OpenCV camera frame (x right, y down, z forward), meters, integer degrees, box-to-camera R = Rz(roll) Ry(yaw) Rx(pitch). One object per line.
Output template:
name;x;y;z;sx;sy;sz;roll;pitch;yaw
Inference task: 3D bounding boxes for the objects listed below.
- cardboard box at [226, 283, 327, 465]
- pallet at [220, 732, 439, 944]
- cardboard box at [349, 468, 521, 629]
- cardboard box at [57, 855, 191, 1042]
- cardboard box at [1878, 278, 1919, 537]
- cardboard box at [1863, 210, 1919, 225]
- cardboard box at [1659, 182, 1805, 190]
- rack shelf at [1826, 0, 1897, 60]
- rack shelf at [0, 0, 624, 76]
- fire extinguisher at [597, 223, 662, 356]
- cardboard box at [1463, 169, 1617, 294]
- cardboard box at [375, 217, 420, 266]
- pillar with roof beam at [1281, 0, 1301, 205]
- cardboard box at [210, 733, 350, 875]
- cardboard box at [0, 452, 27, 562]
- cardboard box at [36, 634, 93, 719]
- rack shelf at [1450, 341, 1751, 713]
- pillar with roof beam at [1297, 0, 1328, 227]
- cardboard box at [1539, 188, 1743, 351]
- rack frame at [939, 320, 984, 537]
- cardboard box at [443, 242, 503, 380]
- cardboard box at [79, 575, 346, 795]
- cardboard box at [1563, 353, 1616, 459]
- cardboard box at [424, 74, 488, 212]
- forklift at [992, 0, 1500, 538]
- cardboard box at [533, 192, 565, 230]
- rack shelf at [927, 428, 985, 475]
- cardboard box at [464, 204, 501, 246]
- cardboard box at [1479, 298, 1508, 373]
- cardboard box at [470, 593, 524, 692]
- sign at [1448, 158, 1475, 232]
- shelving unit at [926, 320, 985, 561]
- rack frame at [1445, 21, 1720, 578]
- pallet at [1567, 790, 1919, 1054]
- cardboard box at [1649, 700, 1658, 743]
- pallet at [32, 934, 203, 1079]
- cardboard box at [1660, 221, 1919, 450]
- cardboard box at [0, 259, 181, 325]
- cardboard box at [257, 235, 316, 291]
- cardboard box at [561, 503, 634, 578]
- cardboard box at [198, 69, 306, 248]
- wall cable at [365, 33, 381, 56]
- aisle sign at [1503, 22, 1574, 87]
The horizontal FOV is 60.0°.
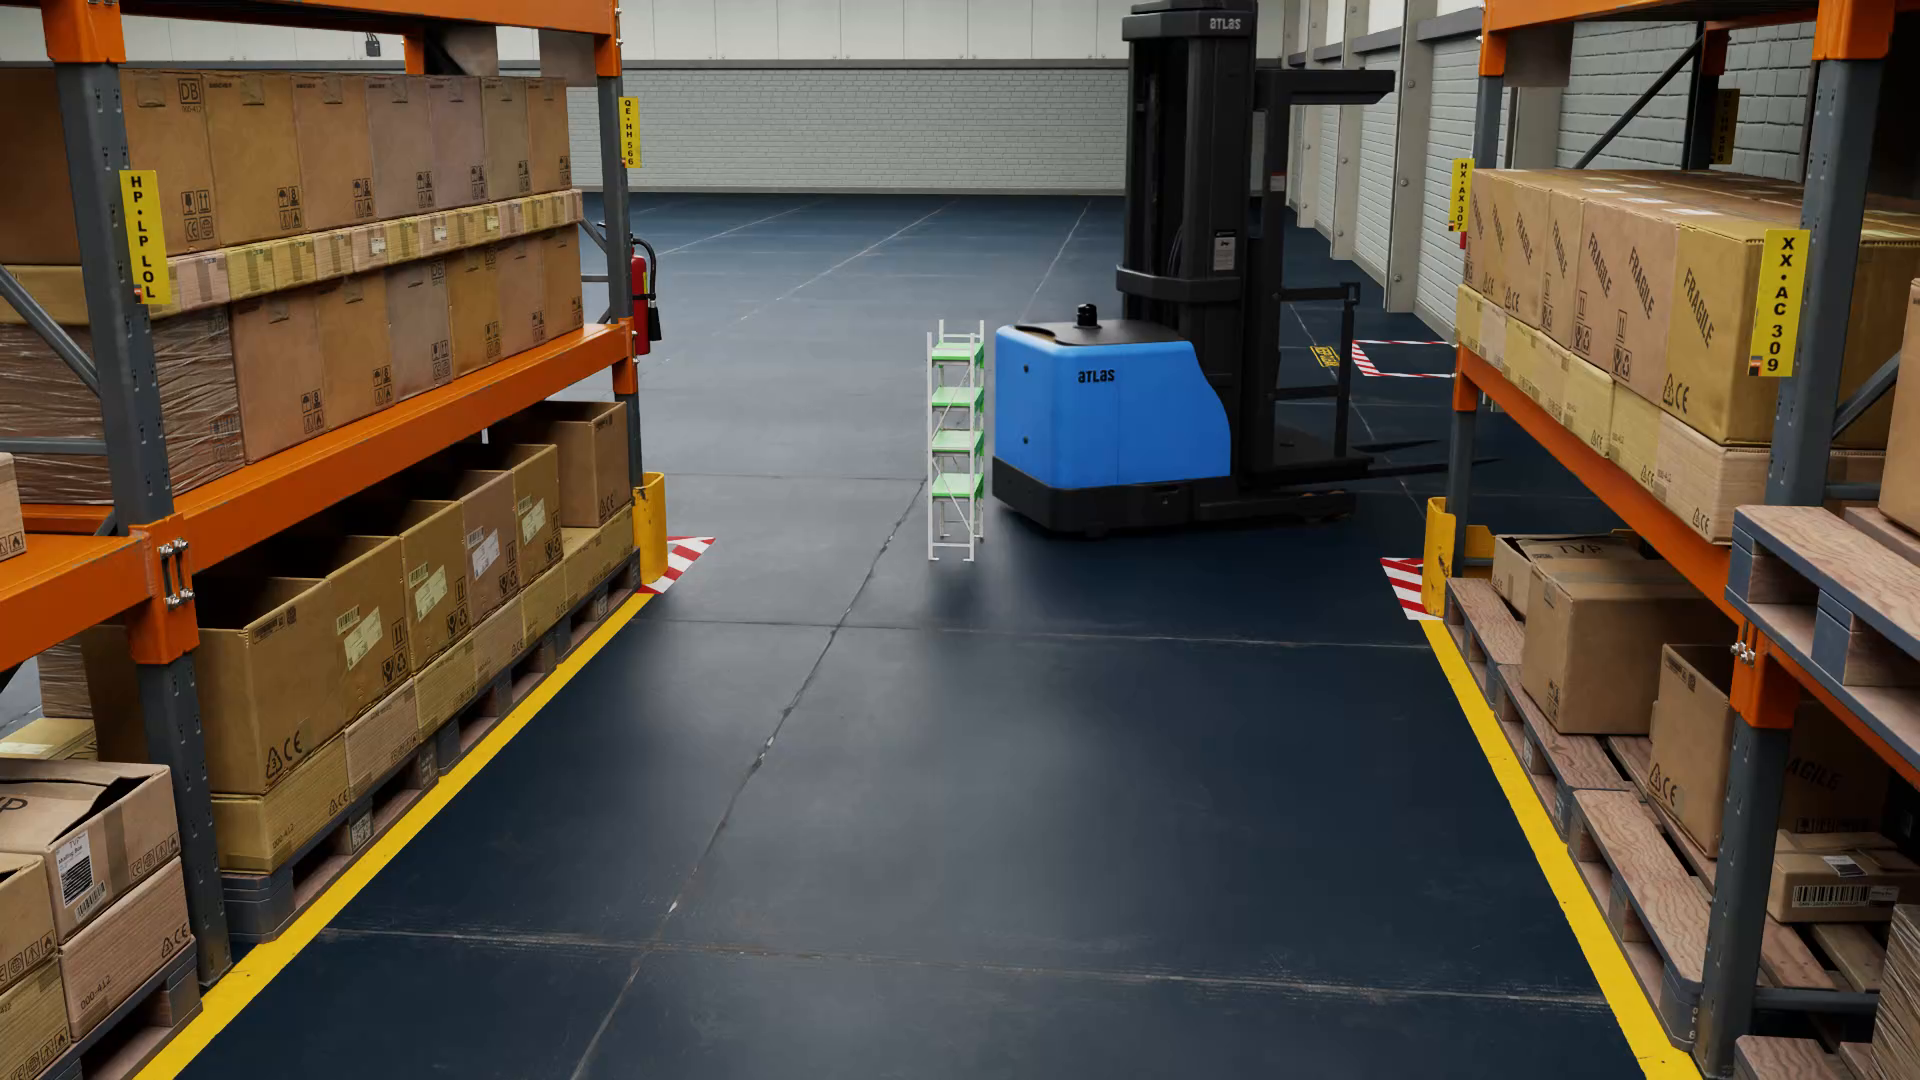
cardboard box;-2.459;-0.540;5.220;0.700;0.500;0.500;2;15;6
pallet;-2.424;0.902;5.422;1.003;0.211;1.213;2;15;6
cardboard box;-2.025;0.023;6.356;0.500;0.500;0.500;2;15;6
cardboard box;-2.314;1.001;4.175;0.500;0.250;0.500;2;15;6
cardboard box;2.276;-0.224;3.209;0.700;0.500;0.500;2;15;6
cardboard box;2.690;-0.643;4.607;0.500;0.500;0.500;2;15;6
cardboard box;2.856;-1.038;6.067;0.500;0.500;0.500;1;15;5
rack shelf;2.141;-0.676;1.548;1.077;0.370;4.000;2;15;6
rack shelf;-2.330;-1.859;5.921;1.077;0.370;4.000;2;15;6
fire extinguisher;-1.629;-1.256;8.210;0.296;0.674;0.183;2;15;6
cardboard box;2.466;-1.316;7.095;0.500;0.500;0.500;2;15;6
cardboard box;-2.162;-1.066;5.925;0.380;0.149;0.250;2;15;6
pillar with roof beam;2.706;-11.728;35.296;9.100;9.000;0.400;2;15;6
cardboard box;-2.202;0.774;5.016;0.500;0.250;0.500;2;15;6
cardboard box;-2.568;-0.038;3.843;0.500;0.250;0.500;3;15;10
cardboard box;-2.652;0.267;5.453;0.500;0.500;0.500;2;15;6
rack shelf;2.593;-0.266;5.776;1.077;0.370;4.000;2;15;6
pillar with roof beam;2.029;-10.172;29.541;9.100;9.000;0.400;2;15;6
cardboard box;2.289;-0.920;5.631;0.500;0.500;0.500;2;15;8
rack frame;0.009;-0.600;9.081;0.240;1.200;0.015;2;15;6
cardboard box;-2.286;-0.939;6.698;0.700;0.500;0.500;2;15;7
cardboard box;-2.192;0.412;4.917;0.500;0.500;0.500;2;15;6
cardboard box;2.225;-0.423;5.230;0.500;0.250;0.500;2;15;6
cardboard box;-2.286;-1.549;6.469;0.700;0.500;0.500;2;15;6
forklift;1.761;-1.641;9.616;3.031;2.935;1.130;-5;16;-19
cardboard box;-1.986;-1.465;7.401;0.380;0.149;0.250;2;15;8
rack shelf;-0.019;-0.475;8.863;0.258;0.148;0.480;2;15;6
cardboard box;-2.075;-1.266;6.662;0.380;0.149;0.250;2;15;8
cardboard box;2.403;-0.817;6.685;0.500;0.250;0.500;1;15;5
cardboard box;-2.028;0.385;6.454;0.500;0.250;0.500;2;15;6
sign;2.279;-1.566;7.547;0.100;0.325;0.005;2;15;6
shelving unit;-0.019;-0.536;8.847;0.258;1.200;0.503;2;15;6
rack frame;2.818;-1.132;7.601;1.000;3.000;0.127;2;15;6
pallet;2.408;1.077;4.776;1.003;0.211;1.213;2;15;6
cardboard box;2.567;0.655;5.611;0.380;0.149;0.250;0;15;2
pallet;-2.600;1.299;3.953;1.003;0.211;1.213;2;15;6
cardboard box;2.113;-0.525;4.170;0.500;0.500;0.500;2;15;6
cardboard box;-2.333;-0.665;4.439;0.380;0.149;0.250;2;15;6
cardboard box;-2.249;-0.865;5.179;0.380;0.149;0.250;2;15;6
cardboard box;-1.871;-0.004;7.894;0.500;0.250;0.500;2;15;6
cardboard box;-2.456;-1.160;5.029;0.700;0.500;0.500;2;15;6
wall cable;-13.237;-14.612;39.447;2.305;6.003;0.169;2;15;6
aisle sign;2.528;-2.414;7.363;0.394;0.787;0.004;2;15;6
